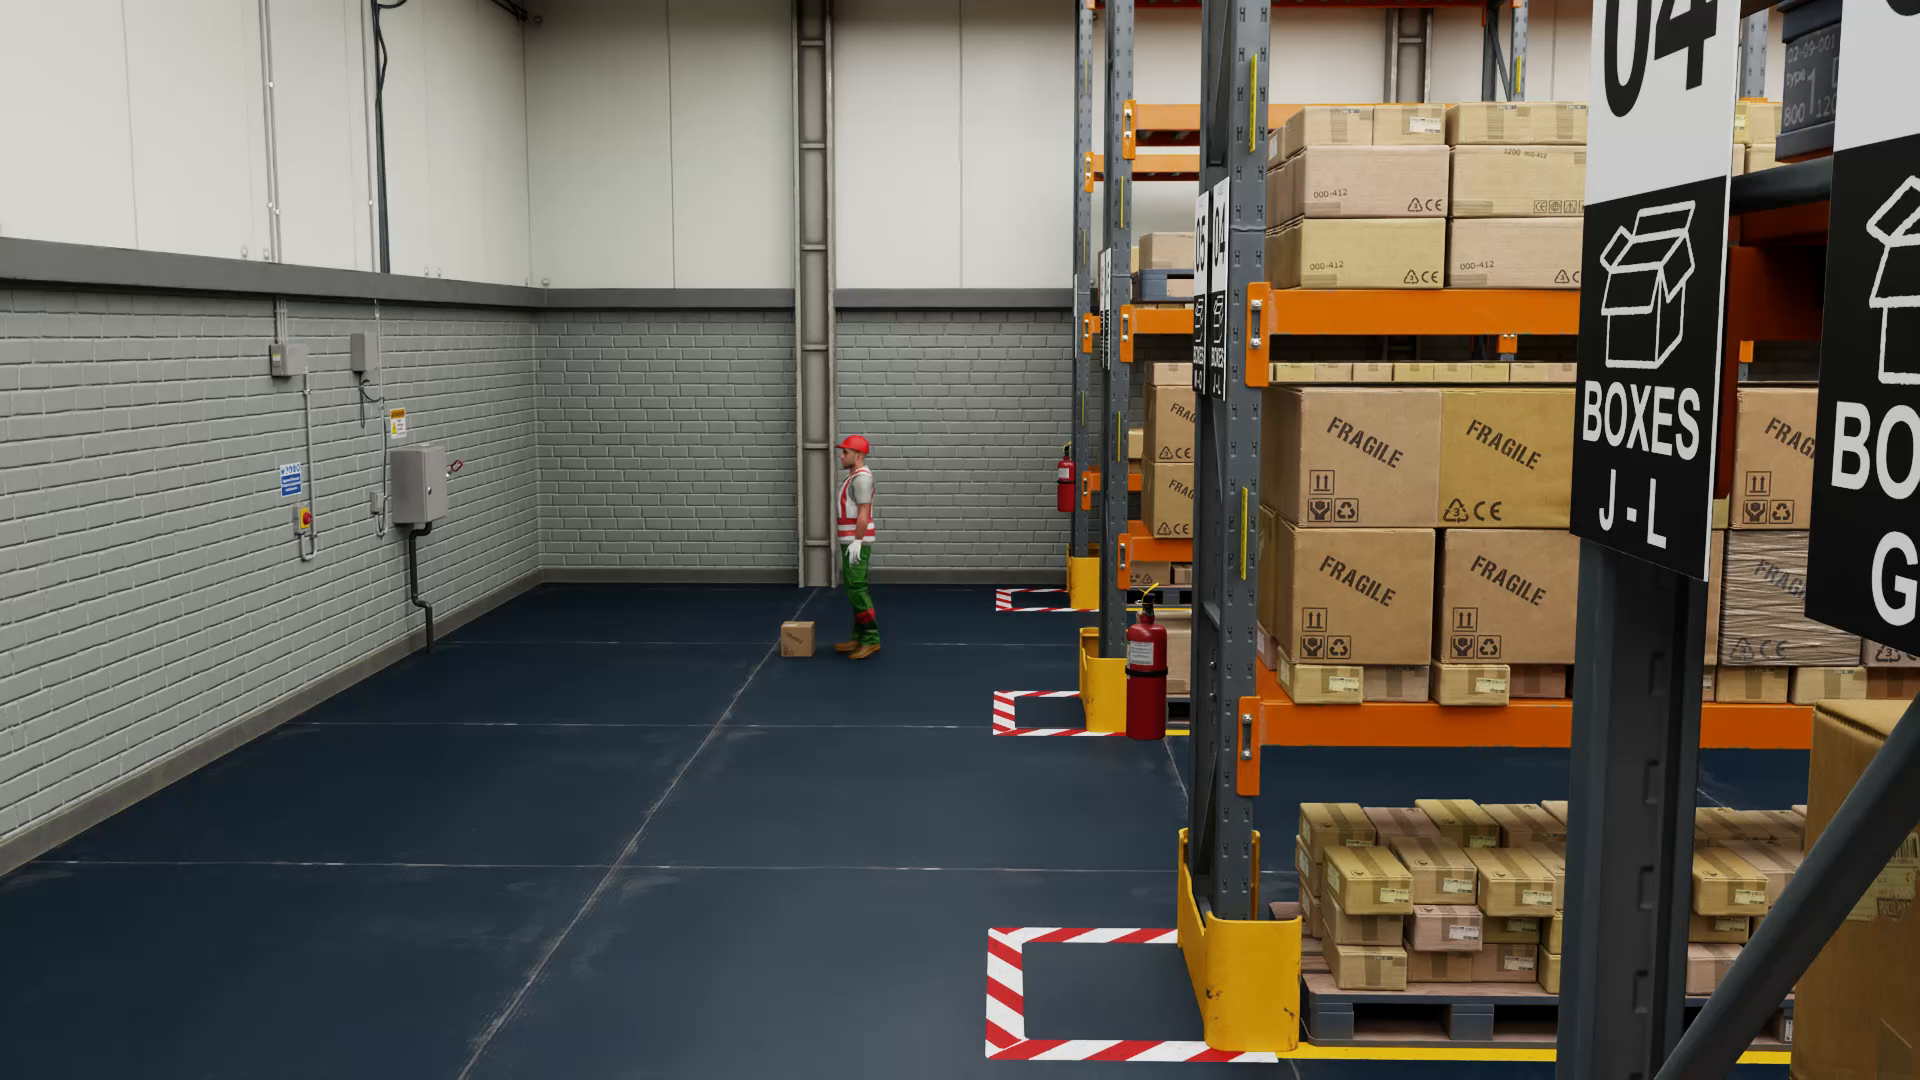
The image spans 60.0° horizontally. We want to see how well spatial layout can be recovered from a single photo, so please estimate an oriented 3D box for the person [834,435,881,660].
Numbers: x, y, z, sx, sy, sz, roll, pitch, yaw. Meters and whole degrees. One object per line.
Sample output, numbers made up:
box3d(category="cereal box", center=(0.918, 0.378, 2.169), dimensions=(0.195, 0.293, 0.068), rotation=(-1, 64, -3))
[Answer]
box3d(category="person", center=(-0.852, 0.047, 13.689), dimensions=(0.380, 1.821, 0.595), rotation=(-1, 7, -7))
